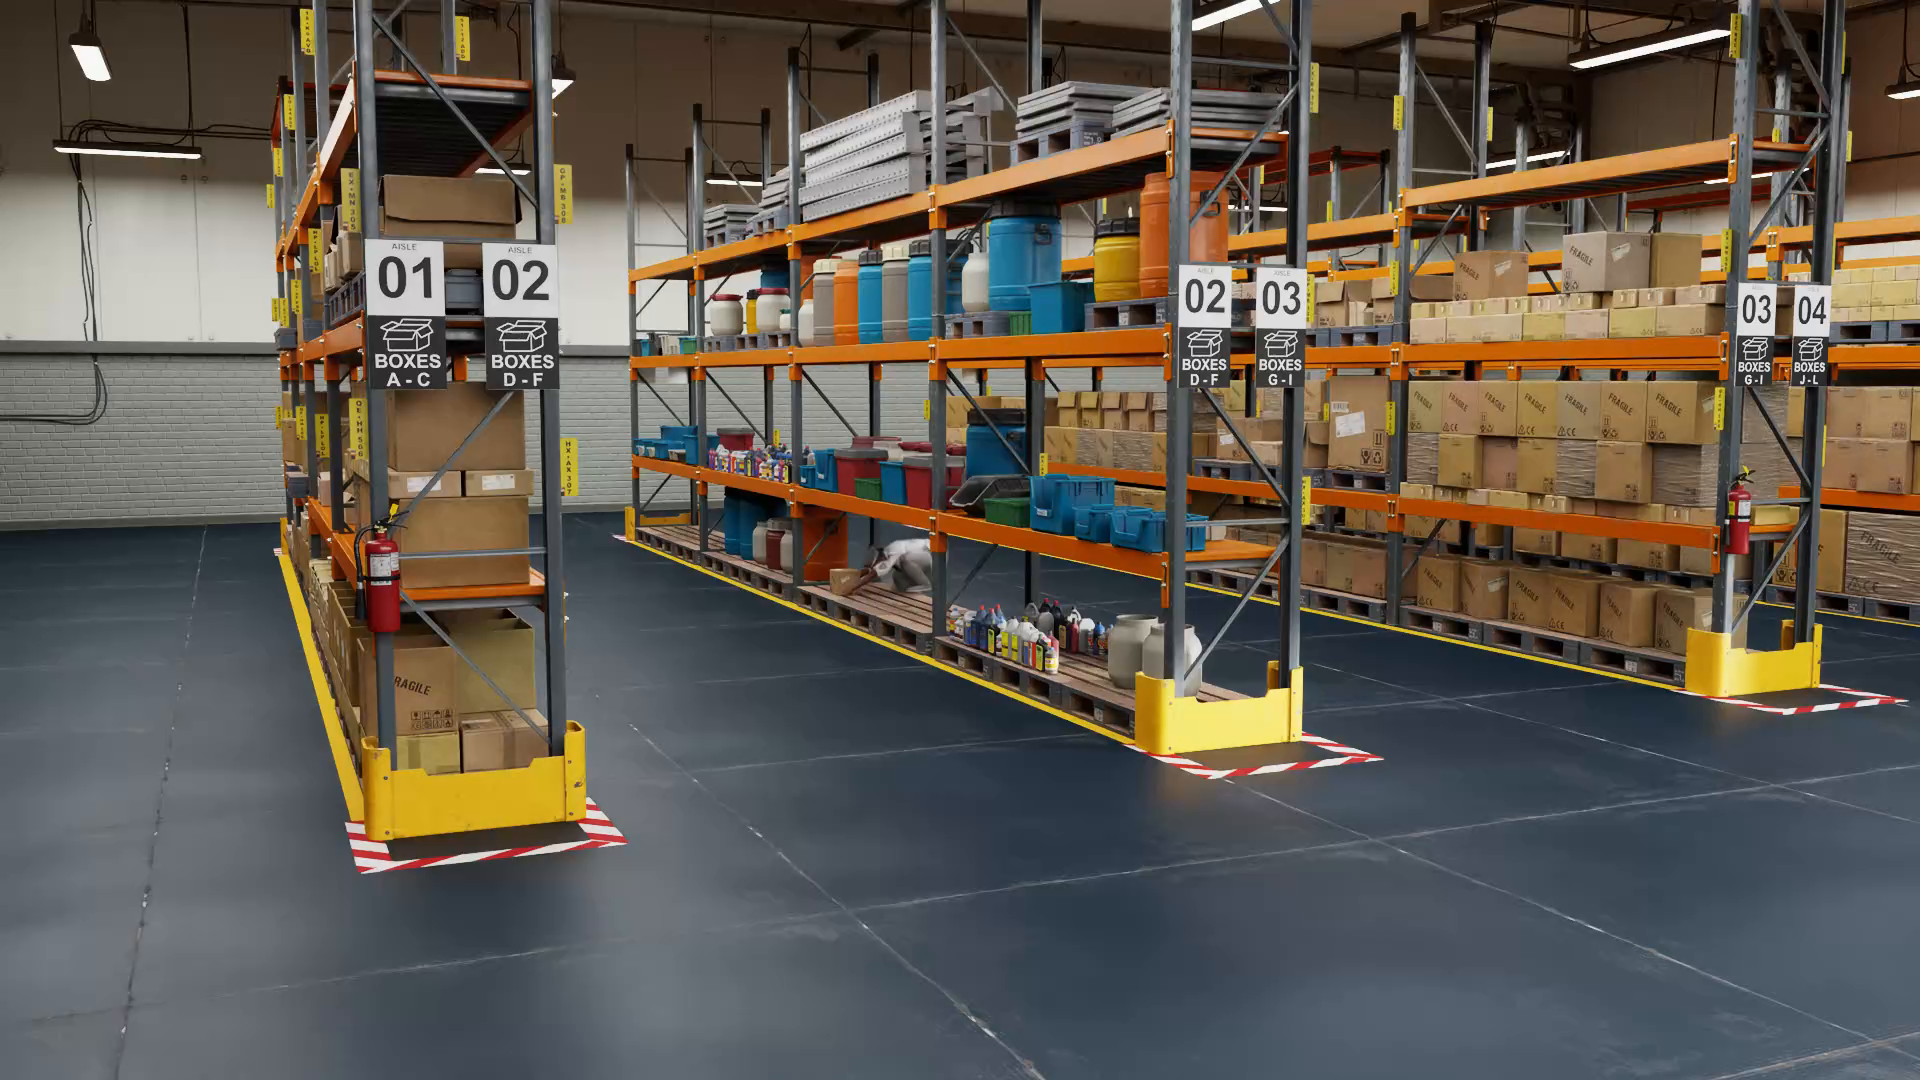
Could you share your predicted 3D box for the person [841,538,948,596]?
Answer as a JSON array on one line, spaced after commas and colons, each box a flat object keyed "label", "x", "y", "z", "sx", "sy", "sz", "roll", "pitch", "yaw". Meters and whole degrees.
[{"label": "person", "x": -0.719, "y": 0.382, "z": 17.682, "sx": 1.207, "sy": 0.778, "sz": 0.466, "roll": -2, "pitch": 6, "yaw": -20}]
